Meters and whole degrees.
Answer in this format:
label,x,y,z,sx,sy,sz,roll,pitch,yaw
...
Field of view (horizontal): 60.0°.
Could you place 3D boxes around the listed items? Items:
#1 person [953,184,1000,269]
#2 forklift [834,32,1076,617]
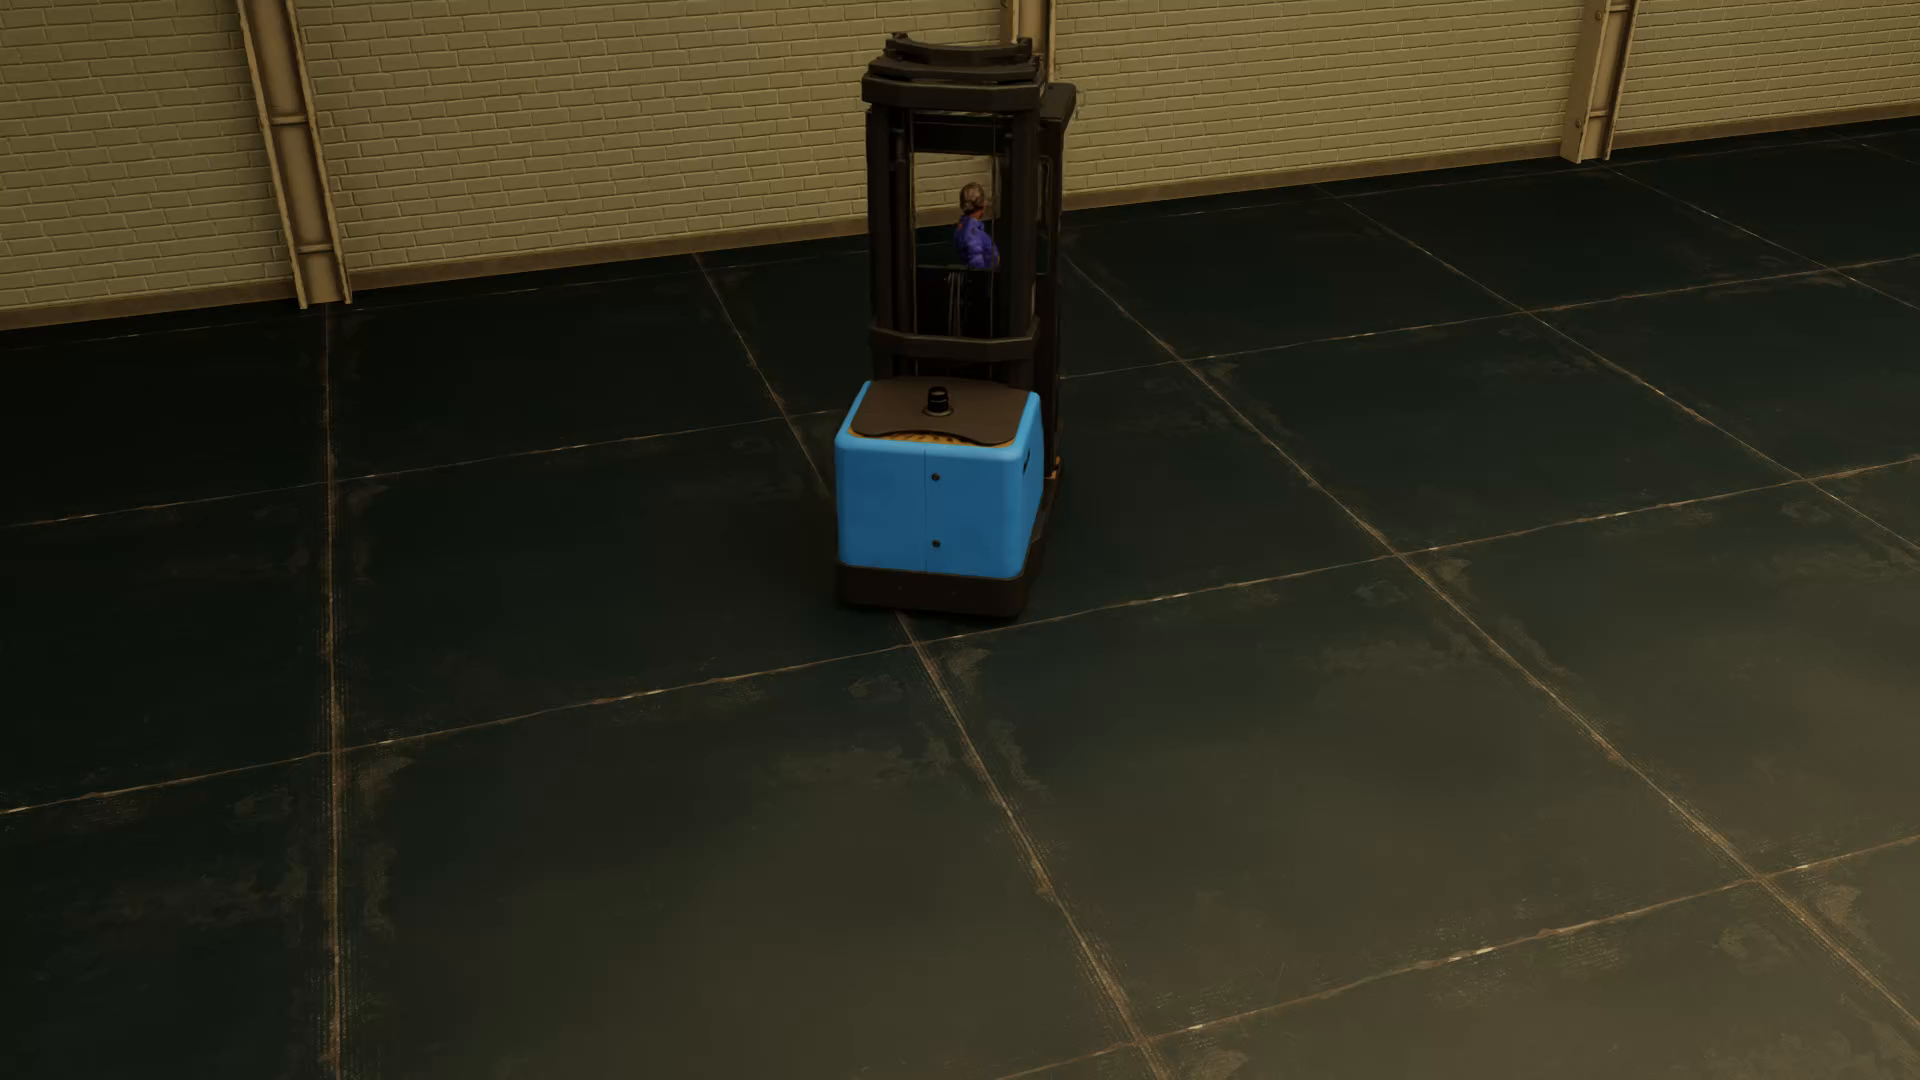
label,x,y,z,sx,sy,sz,roll,pitch,yaw
person,0.161,-1.611,11.247,0.783,1.571,0.599,-10,31,-17
forklift,0.065,-1.563,9.804,1.130,2.935,3.031,5,30,8
